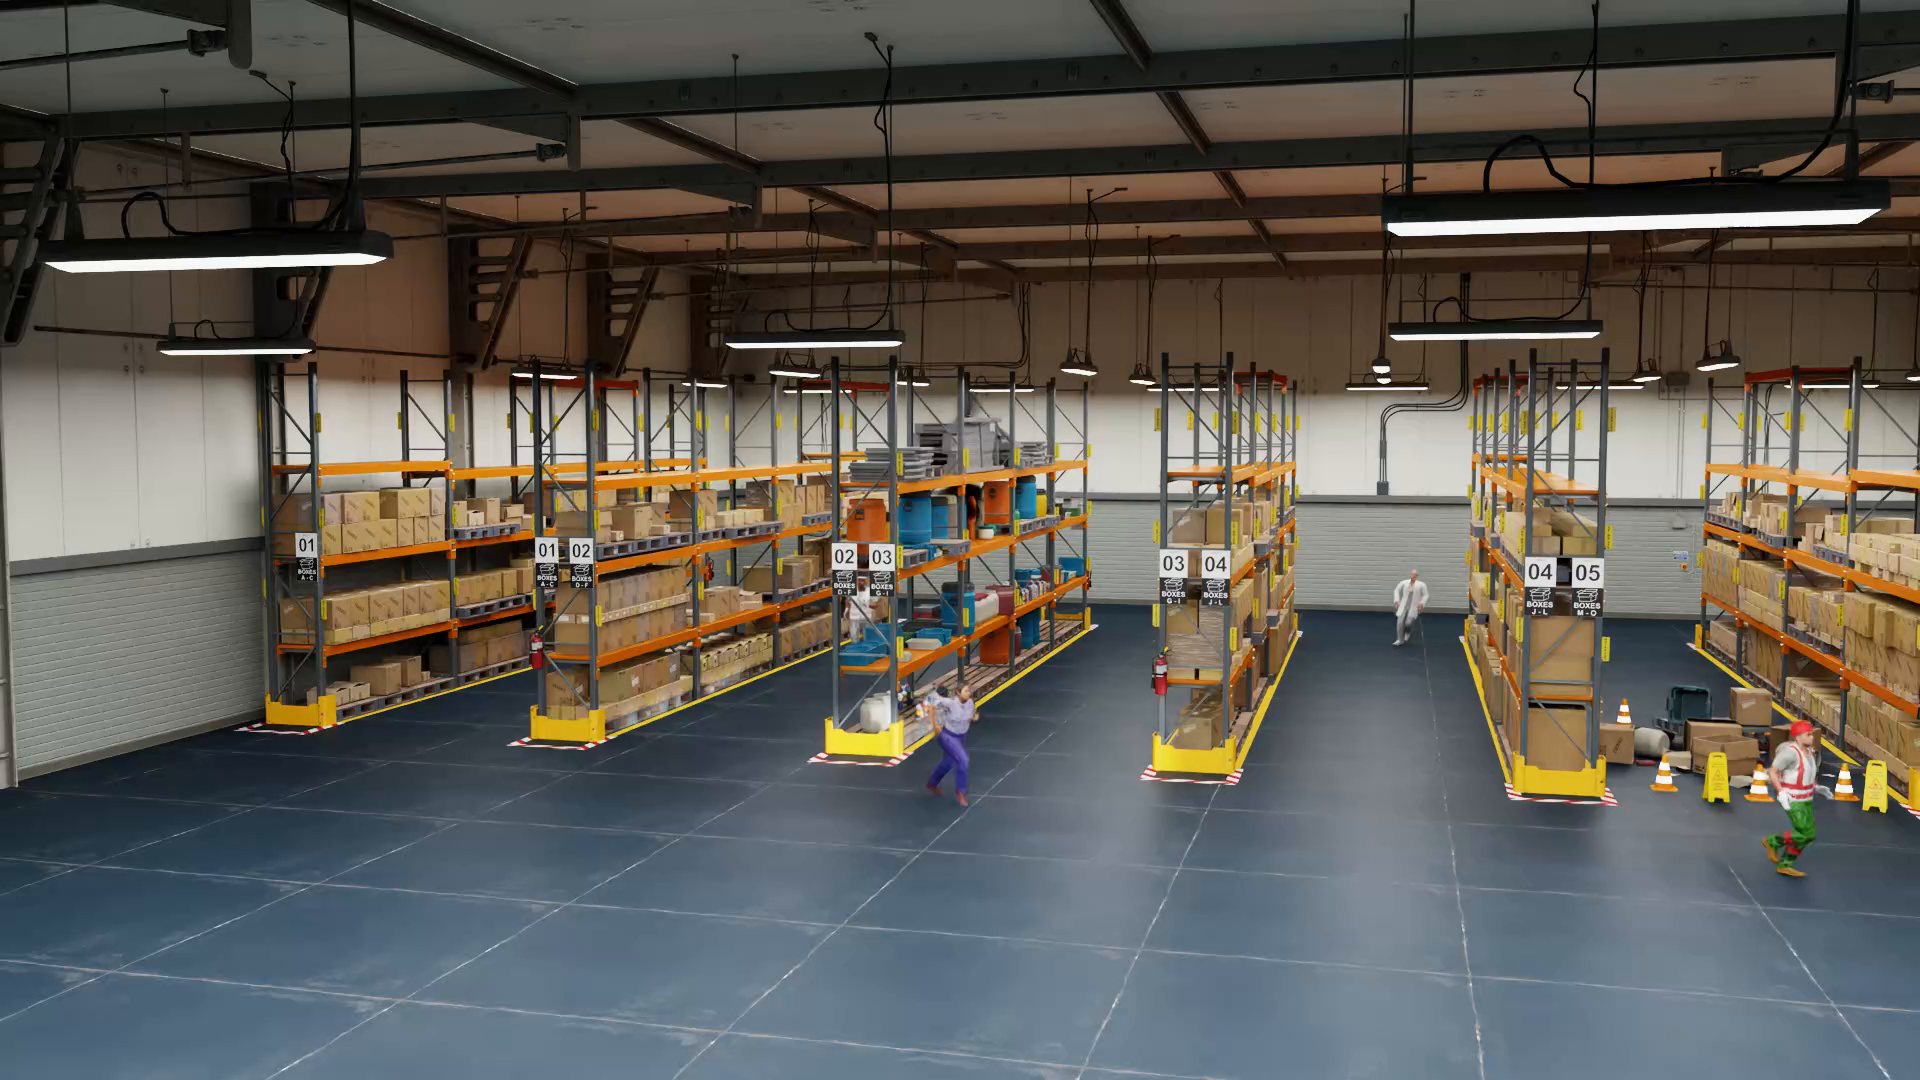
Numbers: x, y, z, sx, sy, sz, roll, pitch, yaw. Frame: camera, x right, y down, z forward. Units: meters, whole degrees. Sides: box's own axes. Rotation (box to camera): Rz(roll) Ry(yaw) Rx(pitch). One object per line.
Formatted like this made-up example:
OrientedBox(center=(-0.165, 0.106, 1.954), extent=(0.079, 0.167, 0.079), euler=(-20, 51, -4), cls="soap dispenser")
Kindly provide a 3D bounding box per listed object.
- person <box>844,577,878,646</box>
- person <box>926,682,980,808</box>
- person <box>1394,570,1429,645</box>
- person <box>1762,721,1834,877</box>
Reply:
OrientedBox(center=(-1.902, 1.546, 31.911), extent=(0.675, 1.808, 0.890), euler=(0, 4, 2), cls="person")
OrientedBox(center=(-0.115, 2.672, 21.916), extent=(0.898, 1.636, 0.599), euler=(3, 5, 39), cls="person")
OrientedBox(center=(10.135, 1.520, 37.425), extent=(0.764, 1.708, 0.584), euler=(2, 5, 27), cls="person")
OrientedBox(center=(9.218, 2.851, 18.304), extent=(0.659, 1.731, 0.635), euler=(-3, 5, -36), cls="person")
